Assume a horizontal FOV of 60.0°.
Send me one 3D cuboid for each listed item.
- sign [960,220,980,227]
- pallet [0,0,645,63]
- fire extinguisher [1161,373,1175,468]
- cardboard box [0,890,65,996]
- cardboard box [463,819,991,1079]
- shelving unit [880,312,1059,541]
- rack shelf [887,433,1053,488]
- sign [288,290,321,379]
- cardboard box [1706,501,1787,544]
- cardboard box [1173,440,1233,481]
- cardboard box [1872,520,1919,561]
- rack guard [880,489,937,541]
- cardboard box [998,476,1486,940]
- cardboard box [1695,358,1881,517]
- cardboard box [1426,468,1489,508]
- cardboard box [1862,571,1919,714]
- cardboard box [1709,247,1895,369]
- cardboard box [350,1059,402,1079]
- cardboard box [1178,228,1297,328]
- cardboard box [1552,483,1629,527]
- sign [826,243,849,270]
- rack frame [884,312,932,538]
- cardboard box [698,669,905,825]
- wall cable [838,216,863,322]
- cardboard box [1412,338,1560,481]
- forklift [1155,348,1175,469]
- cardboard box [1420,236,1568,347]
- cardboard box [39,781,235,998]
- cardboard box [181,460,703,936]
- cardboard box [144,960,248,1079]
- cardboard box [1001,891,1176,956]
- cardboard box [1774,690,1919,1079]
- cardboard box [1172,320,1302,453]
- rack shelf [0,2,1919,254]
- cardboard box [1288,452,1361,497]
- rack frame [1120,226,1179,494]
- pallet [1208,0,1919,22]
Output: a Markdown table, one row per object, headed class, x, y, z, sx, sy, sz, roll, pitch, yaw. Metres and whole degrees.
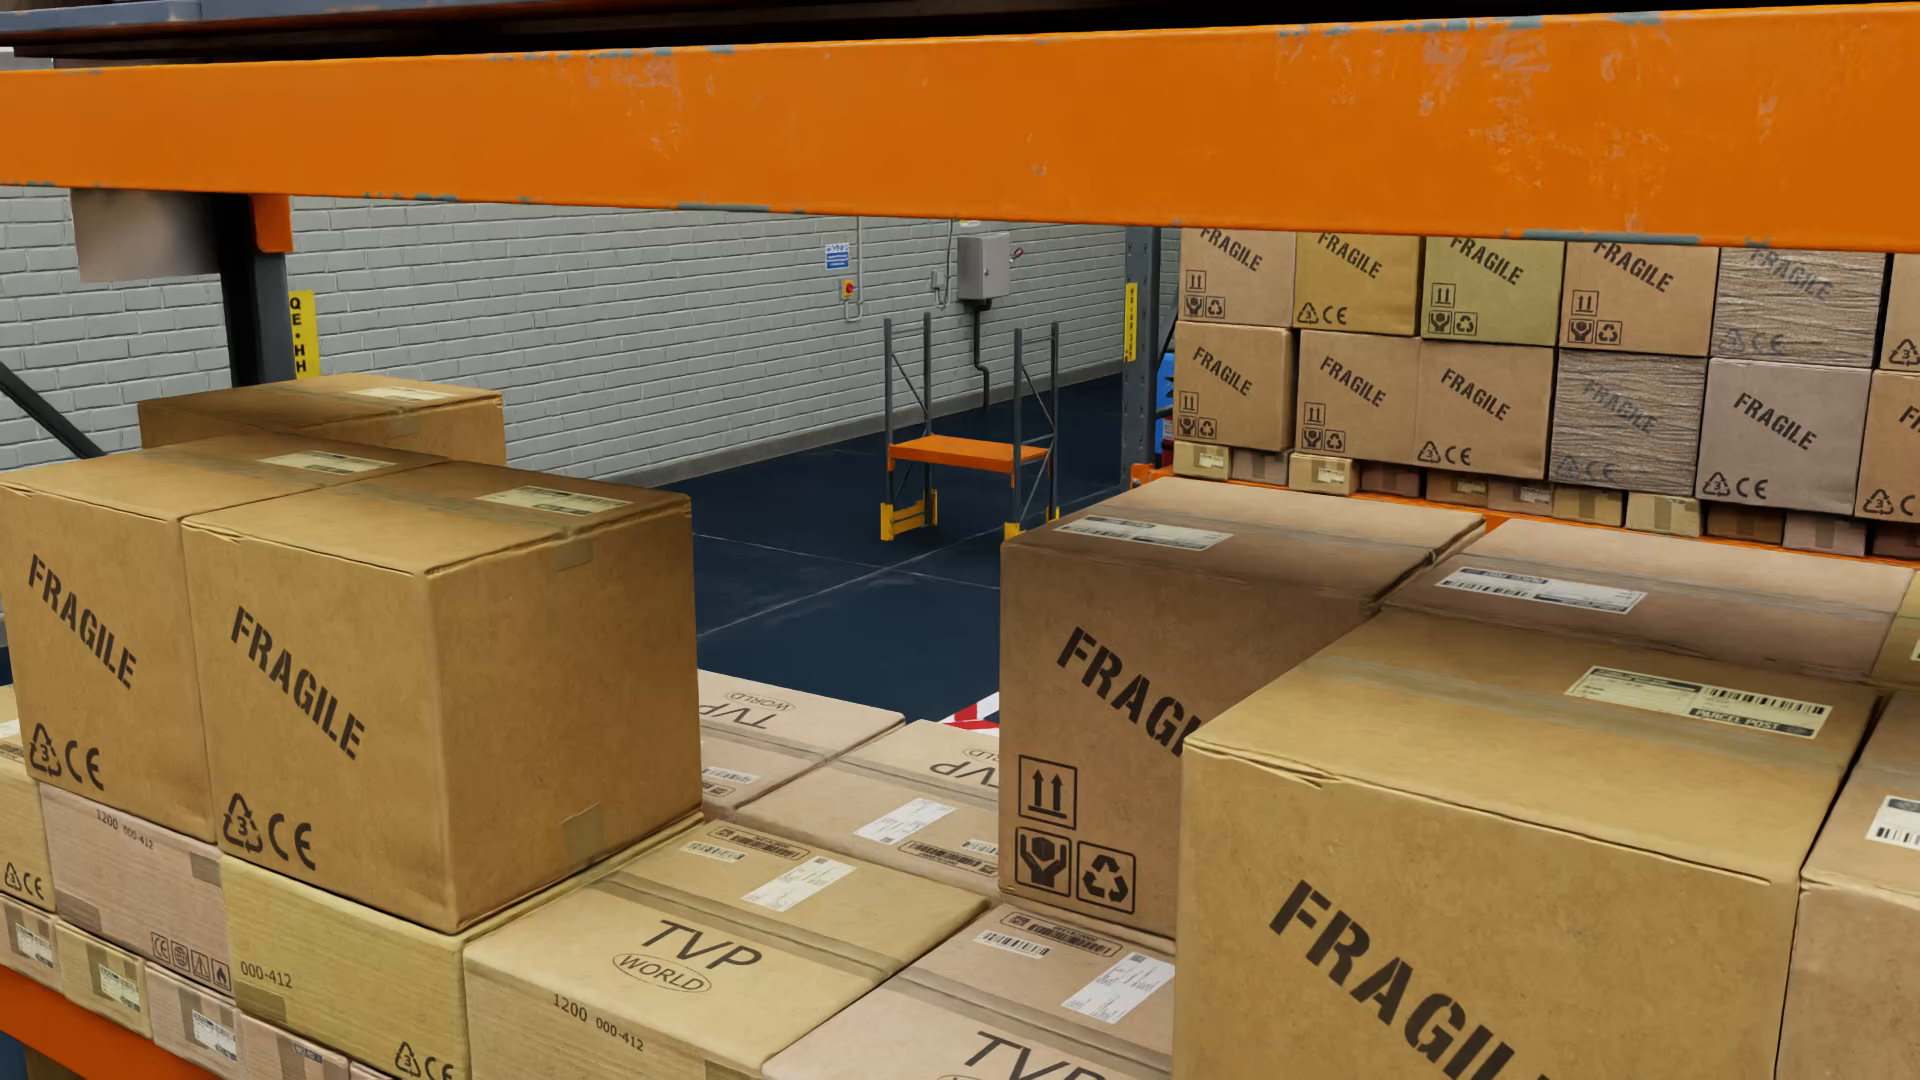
| class | x | y | z | sx | sy | sz | roll | pitch | yaw |
| --- | --- | --- | --- | --- | --- | --- | --- | --- | --- |
| sign | 0.097 | -3.169 | 16.164 | 0.001 | 0.242 | 0.339 | 9 | 17 | 33 |
| pallet | -1.211 | -0.940 | 2.822 | 1.213 | 0.211 | 1.003 | 9 | 17 | 33 |
| fire extinguisher | 1.068 | -0.507 | 8.067 | 0.183 | 0.674 | 0.296 | 9 | 17 | 33 |
| cardboard box | -1.508 | 0.645 | 2.999 | 0.250 | 0.149 | 0.380 | 9 | 16 | 32 |
| cardboard box | -0.299 | 0.627 | 2.240 | 0.500 | 0.250 | 0.500 | 9 | 16 | 32 |
| shelving unit | 0.063 | -0.718 | 11.102 | 1.083 | 1.500 | 0.587 | 9 | 17 | 33 |
| rack shelf | 0.071 | -0.542 | 11.140 | 1.000 | 0.185 | 0.538 | 9 | 17 | 33 |
| sign | -1.518 | -0.408 | 3.827 | 0.005 | 0.325 | 0.100 | 9 | 17 | 33 |
| cardboard box | 2.884 | -0.109 | 6.043 | 0.250 | 0.149 | 0.380 | 9 | 16 | 32 |
| cardboard box | 1.105 | -0.369 | 7.096 | 0.250 | 0.149 | 0.380 | 9 | 17 | 32 |
| cardboard box | 3.332 | -0.042 | 5.774 | 0.250 | 0.149 | 0.380 | 9 | 16 | 31 |
| rack guard | -0.350 | -0.178 | 11.522 | 0.087 | 0.250 | 0.587 | 9 | 17 | 33 |
| cardboard box | 0.393 | 0.224 | 2.307 | 0.500 | 0.500 | 0.500 | 9 | 16 | 31 |
| cardboard box | 2.937 | -0.402 | 5.878 | 0.500 | 0.500 | 0.500 | 9 | 17 | 33 |
| cardboard box | 2.036 | -0.248 | 6.606 | 0.250 | 0.149 | 0.380 | 9 | 17 | 32 |
| cardboard box | 1.232 | 0.361 | 1.755 | 0.500 | 0.500 | 0.500 | 9 | 17 | 33 |
| cardboard box | 2.949 | -0.891 | 5.772 | 0.500 | 0.500 | 0.500 | 10 | 17 | 34 |
| cardboard box | -0.654 | 0.783 | 2.442 | 0.250 | 0.149 | 0.380 | 9 | 16 | 32 |
| cardboard box | 1.244 | -1.165 | 6.880 | 0.500 | 0.500 | 0.500 | 9 | 17 | 32 |
| cardboard box | 2.428 | -0.170 | 6.292 | 0.250 | 0.149 | 0.380 | 10 | 17 | 35 |
| sign | -1.071 | -2.482 | 14.545 | 0.001 | 0.218 | 0.327 | 9 | 17 | 33 |
| rack frame | -0.351 | -0.785 | 11.372 | 0.032 | 1.500 | 0.500 | 9 | 17 | 33 |
| cardboard box | -0.439 | 0.452 | 2.948 | 0.500 | 0.250 | 0.500 | 9 | 16 | 31 |
| wall cable | -0.994 | -2.861 | 14.457 | 0.123 | 1.953 | 0.585 | 9 | 17 | 33 |
| cardboard box | 2.096 | -0.543 | 6.447 | 0.500 | 0.500 | 0.500 | 9 | 17 | 34 |
| forklift | 2.881 | -1.954 | 13.115 | 3.031 | 2.935 | 1.130 | -10 | 17 | -36 |
| cardboard box | 2.085 | -1.025 | 6.312 | 0.500 | 0.500 | 0.500 | 9 | 16 | 32 |
| cardboard box | -1.150 | 0.490 | 2.793 | 0.500 | 0.250 | 0.500 | 9 | 16 | 32 |
| cardboard box | -0.737 | 0.193 | 2.433 | 0.500 | 0.500 | 0.500 | 9 | 16 | 31 |
| cardboard box | -1.079 | 0.714 | 2.720 | 0.250 | 0.149 | 0.380 | 9 | 16 | 32 |
| cardboard box | 0.400 | 0.589 | 2.395 | 0.500 | 0.250 | 0.500 | 10 | 17 | 34 |
| cardboard box | 0.956 | 0.468 | 1.324 | 0.500 | 0.500 | 0.500 | 10 | 17 | 34 |
| cardboard box | 1.238 | -0.678 | 6.992 | 0.500 | 0.500 | 0.500 | 10 | 17 | 35 |
| rack shelf | -0.173 | -0.463 | 2.207 | 4.000 | 0.370 | 1.077 | 9 | 17 | 33 |
| cardboard box | 1.533 | -0.297 | 6.802 | 0.250 | 0.149 | 0.380 | 9 | 16 | 31 |
| rack frame | 1.019 | -0.600 | 7.505 | 0.127 | 3.000 | 1.000 | 9 | 17 | 33 |
| pallet | 0.814 | -0.613 | 1.500 | 1.213 | 0.211 | 1.003 | 9 | 17 | 33 |
